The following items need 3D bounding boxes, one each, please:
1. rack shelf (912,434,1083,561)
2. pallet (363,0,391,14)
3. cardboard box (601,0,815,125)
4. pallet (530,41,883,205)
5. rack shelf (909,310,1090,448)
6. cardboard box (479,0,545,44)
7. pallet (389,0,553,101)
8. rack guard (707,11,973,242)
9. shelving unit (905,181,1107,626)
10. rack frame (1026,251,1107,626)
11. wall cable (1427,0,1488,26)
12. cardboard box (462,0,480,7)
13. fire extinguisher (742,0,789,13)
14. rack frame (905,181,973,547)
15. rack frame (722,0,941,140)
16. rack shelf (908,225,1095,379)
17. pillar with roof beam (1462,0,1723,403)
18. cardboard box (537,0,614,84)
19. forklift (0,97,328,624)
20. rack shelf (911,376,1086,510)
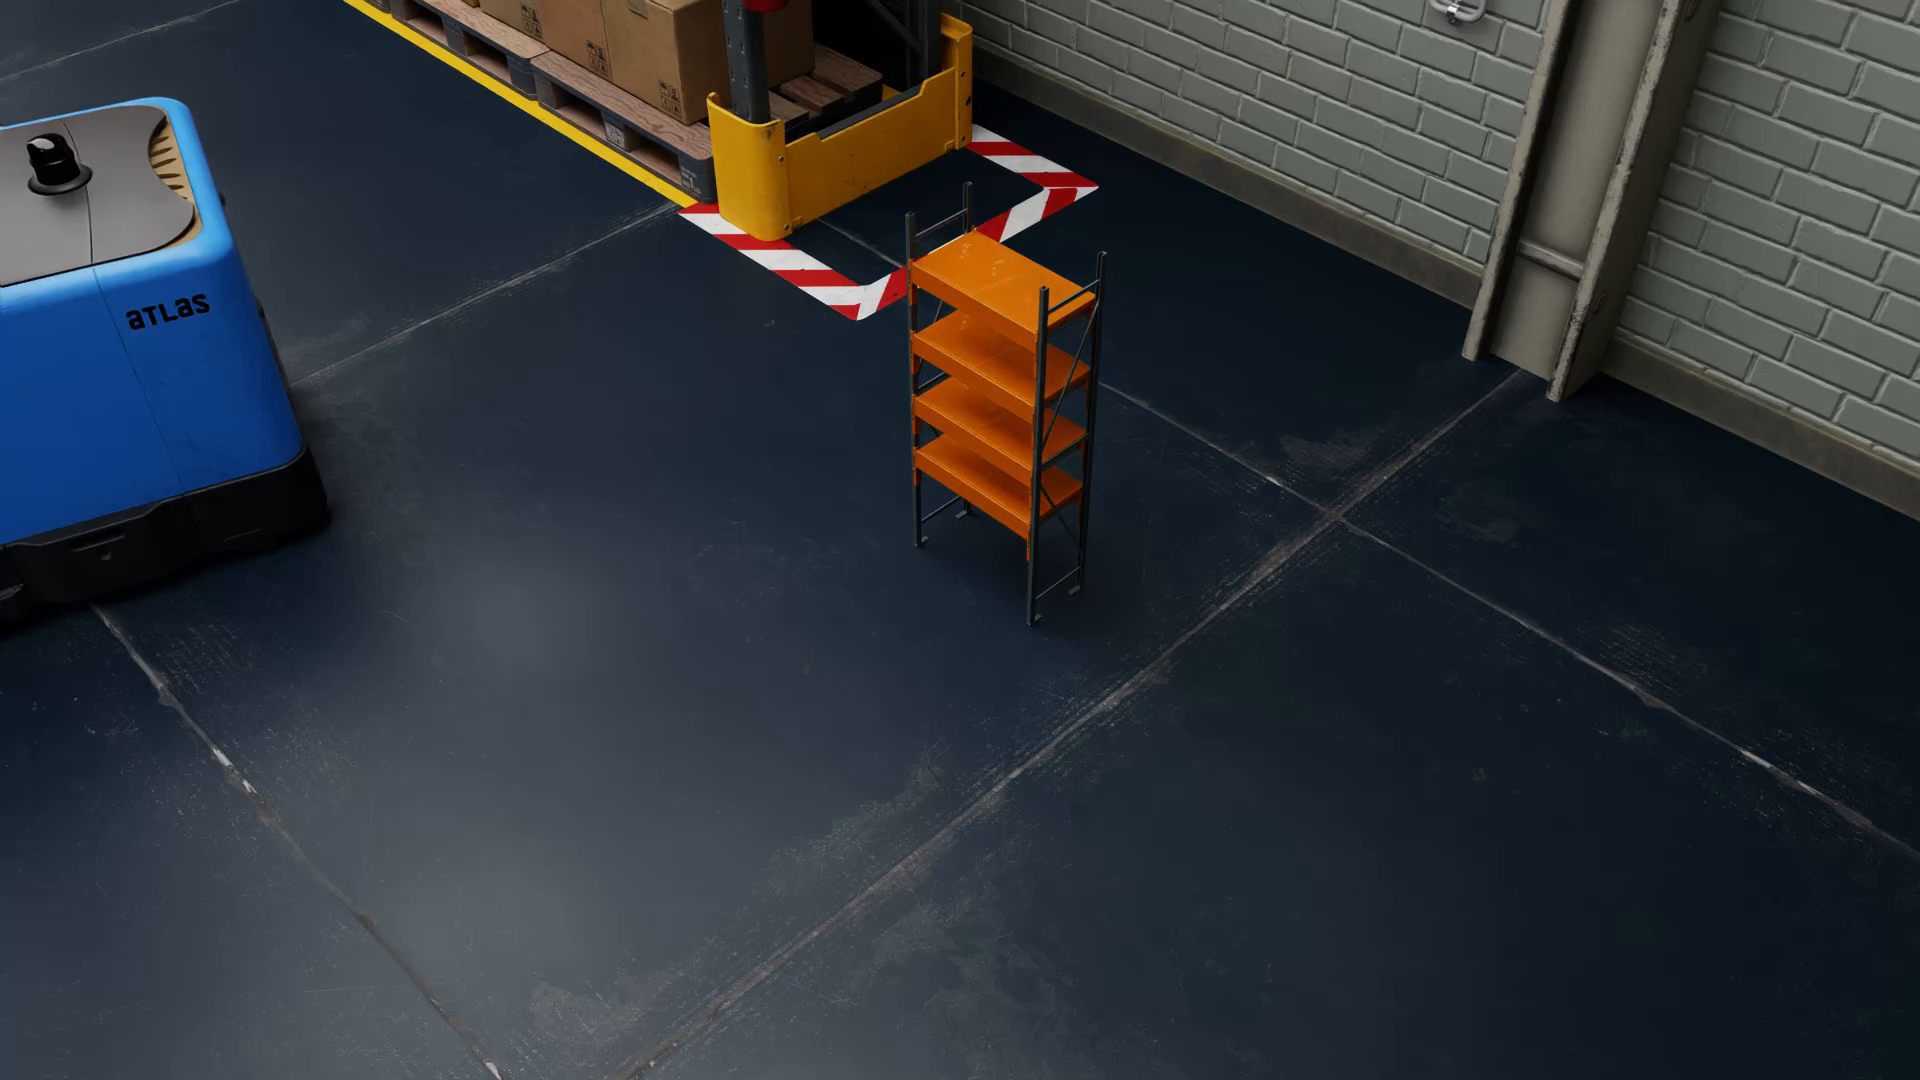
[{"bbox_3d":[0.117,-0.166,4.937,0.258,0.148,0.480,-34,53,-31],"label":"rack shelf"},{"bbox_3d":[-2.817,-3.121,8.472,1.003,0.211,1.213,-34,53,-31],"label":"pallet"},{"bbox_3d":[-1.039,-2.151,6.900,0.700,0.500,0.500,-34,53,-31],"label":"cardboard box"},{"bbox_3d":[-1.094,-1.949,7.203,1.003,0.211,1.213,-34,53,-31],"label":"pallet"},{"bbox_3d":[0.117,-0.476,4.651,0.258,0.148,0.480,-34,53,-31],"label":"rack shelf"},{"bbox_3d":[-1.748,-2.632,7.421,0.500,0.500,0.700,32,52,30],"label":"cardboard box"},{"bbox_3d":[-1.951,-2.535,7.838,1.003,0.211,1.213,-34,53,-31],"label":"pallet"},{"bbox_3d":[-0.457,-1.696,6.718,1.175,0.500,0.348,-34,53,-31],"label":"rack guard"},{"bbox_3d":[0.117,-0.361,4.757,0.258,1.200,0.503,-34,53,-31],"label":"shelving unit"},{"bbox_3d":[0.289,-0.244,4.630,0.240,1.200,0.015,-34,53,-31],"label":"rack frame"},{"bbox_3d":[1.100,-2.837,5.362,0.084,1.984,1.851,-34,53,-31],"label":"wall cable"},{"bbox_3d":[-2.130,-2.885,7.694,0.700,0.500,0.500,-33,52,-30],"label":"cardboard box"},{"bbox_3d":[-0.694,-2.167,5.717,0.296,0.674,0.183,-34,53,-31],"label":"fire extinguisher"},{"bbox_3d":[-0.055,-0.478,4.884,0.240,1.200,0.015,-34,53,-31],"label":"rack frame"},{"bbox_3d":[-0.474,-2.626,5.882,1.000,3.000,0.127,-34,53,-31],"label":"rack frame"},{"bbox_3d":[0.117,-0.650,4.490,0.258,0.148,0.480,-34,53,-31],"label":"rack shelf"},{"bbox_3d":[-1.003,-1.883,0.657,9.100,9.000,0.400,-34,53,-31],"label":"pillar with roof beam"},{"bbox_3d":[-1.392,-2.391,7.160,0.500,0.500,0.700,34,53,31],"label":"cardboard box"},{"bbox_3d":[-3.554,-0.949,4.117,3.031,2.935,1.130,-19,46,-19],"label":"forklift"},{"bbox_3d":[0.117,-0.312,4.802,0.258,0.148,0.480,-34,53,-31],"label":"rack shelf"}]
